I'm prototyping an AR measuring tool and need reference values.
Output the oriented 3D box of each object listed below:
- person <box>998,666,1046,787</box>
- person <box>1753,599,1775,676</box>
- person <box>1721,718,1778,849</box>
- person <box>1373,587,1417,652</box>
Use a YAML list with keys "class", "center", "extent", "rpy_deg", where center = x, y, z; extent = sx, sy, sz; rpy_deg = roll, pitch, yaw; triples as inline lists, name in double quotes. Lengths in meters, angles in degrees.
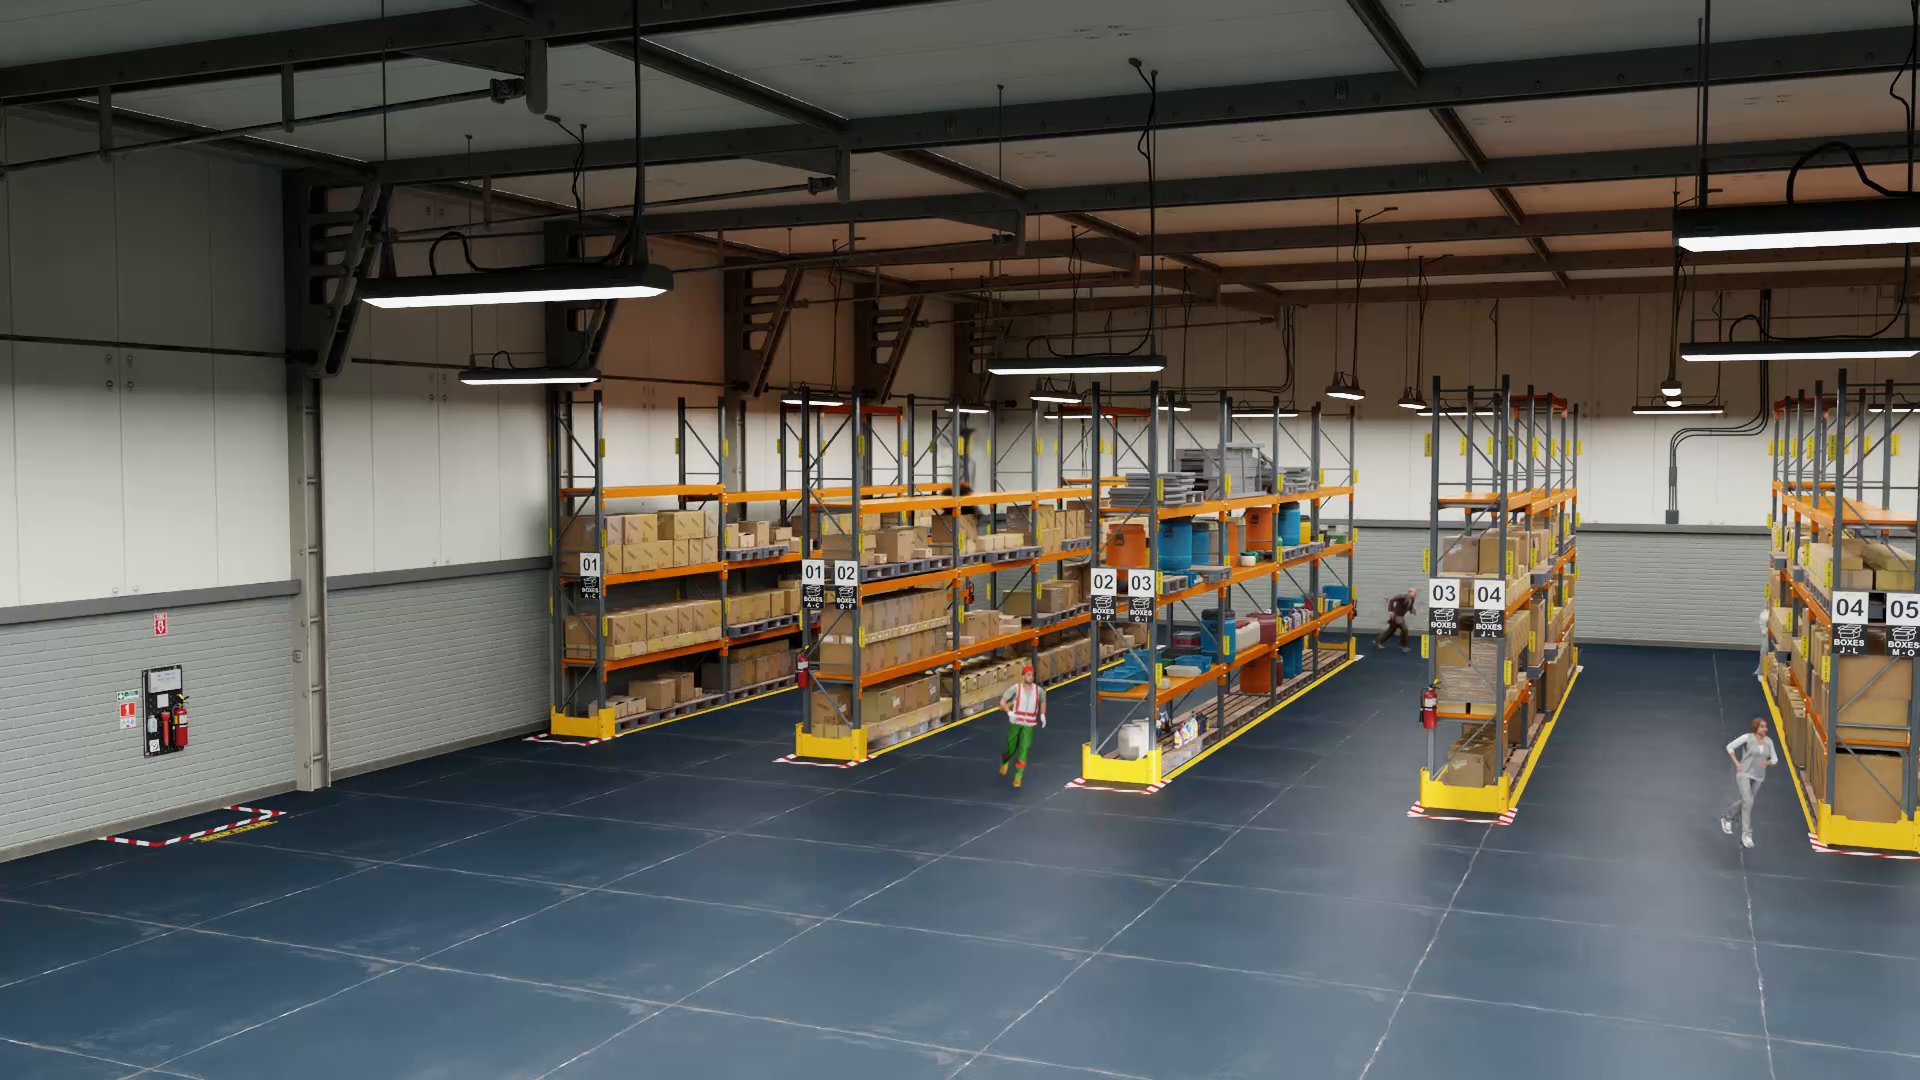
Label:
- class: "person"
  center: [0.960, 2.749, 24.784]
  extent: [0.717, 1.739, 0.956]
  rpy_deg: [0, 3, -7]
- class: "person"
  center: [17.901, 2.127, 36.748]
  extent: [0.848, 1.732, 0.589]
  rpy_deg: [0, 3, -7]
- class: "person"
  center: [10.088, 3.049, 21.184]
  extent: [0.546, 1.611, 0.802]
  rpy_deg: [0, 3, -6]
- class: "person"
  center: [10.750, 1.989, 41.103]
  extent: [1.109, 1.542, 0.717]
  rpy_deg: [3, 4, 42]
